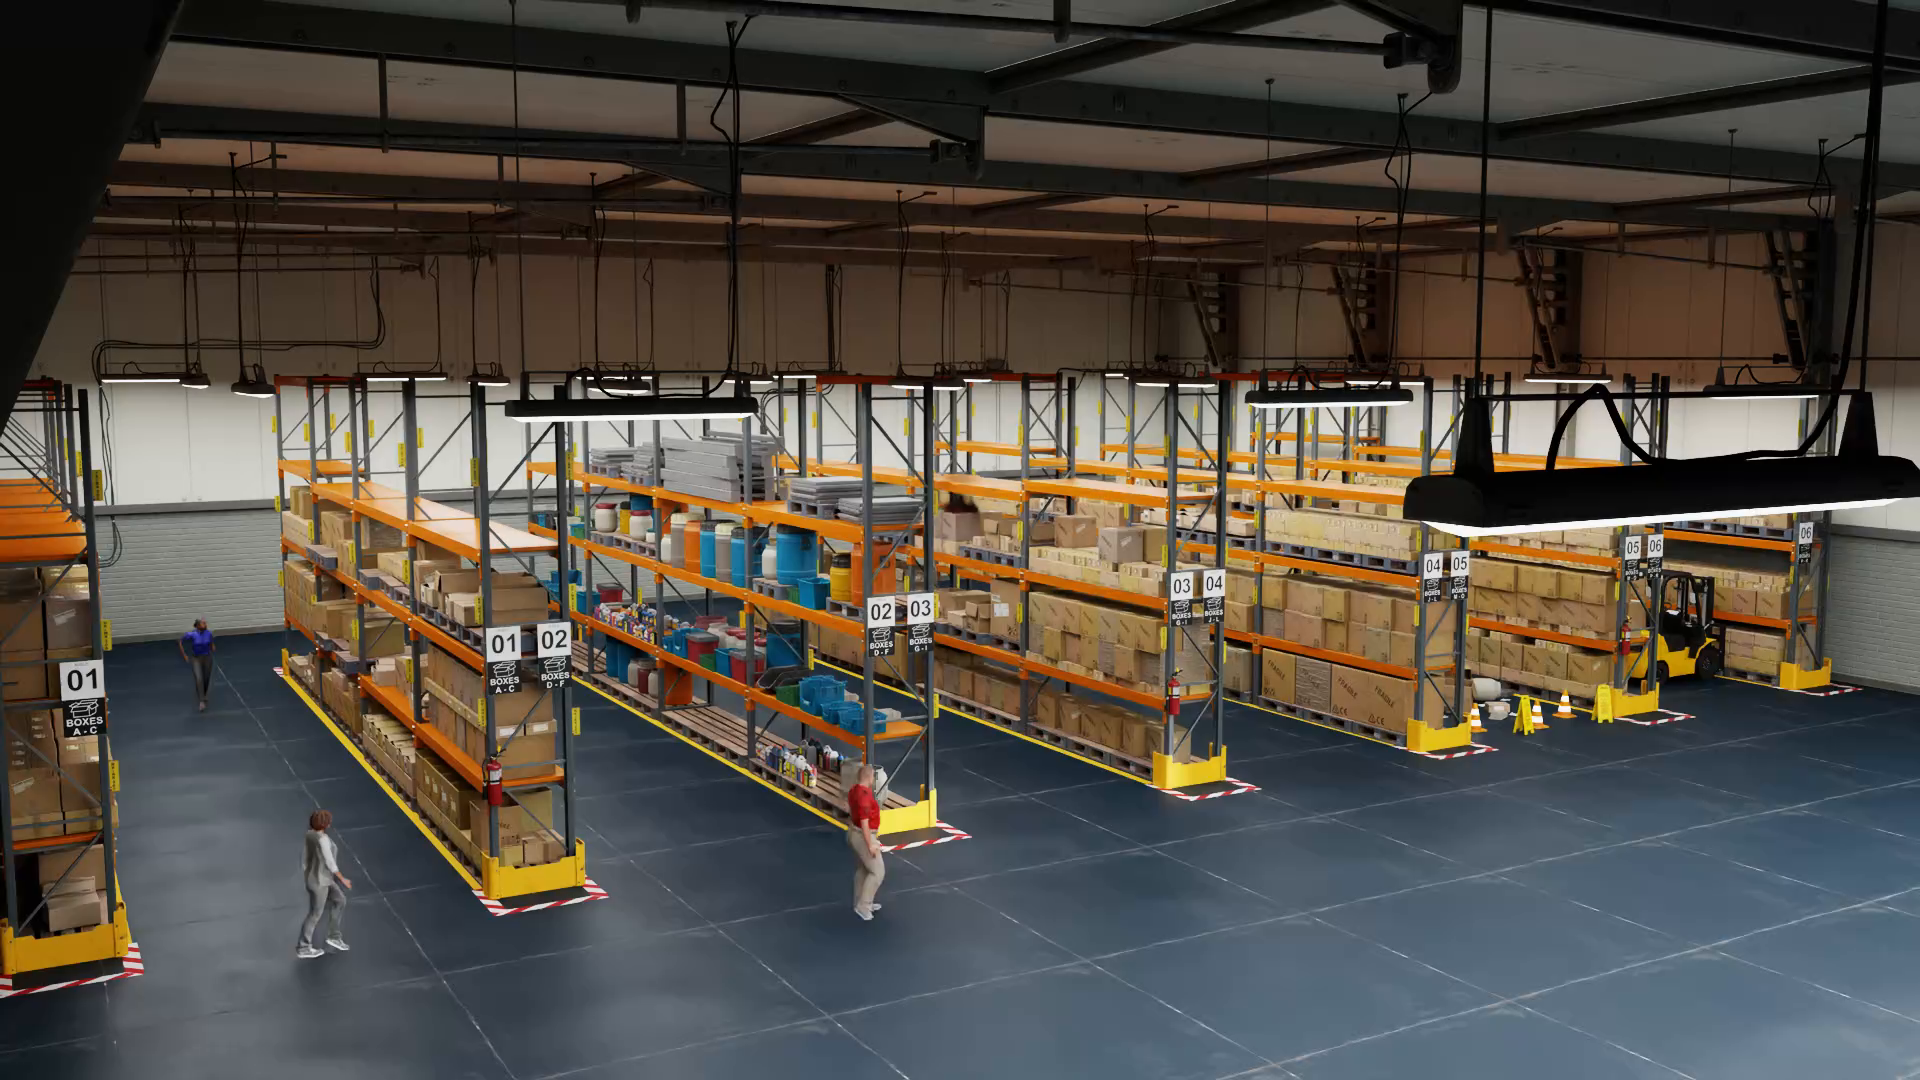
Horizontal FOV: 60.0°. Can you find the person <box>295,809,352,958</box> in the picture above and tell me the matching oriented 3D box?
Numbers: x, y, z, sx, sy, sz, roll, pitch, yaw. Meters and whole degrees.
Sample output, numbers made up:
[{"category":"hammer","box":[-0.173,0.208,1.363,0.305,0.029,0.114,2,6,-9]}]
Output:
[{"category":"person","box":[-6.729,3.627,17.521,0.576,1.618,0.419,-3,7,-26]}]

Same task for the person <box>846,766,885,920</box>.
[{"category":"person","box":[-1.087,3.451,18.987,0.397,1.793,0.590,-2,7,-18]}]

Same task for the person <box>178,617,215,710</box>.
[{"category":"person","box":[-13.790,2.200,30.110,0.621,1.609,1.006,-4,7,-30]}]
